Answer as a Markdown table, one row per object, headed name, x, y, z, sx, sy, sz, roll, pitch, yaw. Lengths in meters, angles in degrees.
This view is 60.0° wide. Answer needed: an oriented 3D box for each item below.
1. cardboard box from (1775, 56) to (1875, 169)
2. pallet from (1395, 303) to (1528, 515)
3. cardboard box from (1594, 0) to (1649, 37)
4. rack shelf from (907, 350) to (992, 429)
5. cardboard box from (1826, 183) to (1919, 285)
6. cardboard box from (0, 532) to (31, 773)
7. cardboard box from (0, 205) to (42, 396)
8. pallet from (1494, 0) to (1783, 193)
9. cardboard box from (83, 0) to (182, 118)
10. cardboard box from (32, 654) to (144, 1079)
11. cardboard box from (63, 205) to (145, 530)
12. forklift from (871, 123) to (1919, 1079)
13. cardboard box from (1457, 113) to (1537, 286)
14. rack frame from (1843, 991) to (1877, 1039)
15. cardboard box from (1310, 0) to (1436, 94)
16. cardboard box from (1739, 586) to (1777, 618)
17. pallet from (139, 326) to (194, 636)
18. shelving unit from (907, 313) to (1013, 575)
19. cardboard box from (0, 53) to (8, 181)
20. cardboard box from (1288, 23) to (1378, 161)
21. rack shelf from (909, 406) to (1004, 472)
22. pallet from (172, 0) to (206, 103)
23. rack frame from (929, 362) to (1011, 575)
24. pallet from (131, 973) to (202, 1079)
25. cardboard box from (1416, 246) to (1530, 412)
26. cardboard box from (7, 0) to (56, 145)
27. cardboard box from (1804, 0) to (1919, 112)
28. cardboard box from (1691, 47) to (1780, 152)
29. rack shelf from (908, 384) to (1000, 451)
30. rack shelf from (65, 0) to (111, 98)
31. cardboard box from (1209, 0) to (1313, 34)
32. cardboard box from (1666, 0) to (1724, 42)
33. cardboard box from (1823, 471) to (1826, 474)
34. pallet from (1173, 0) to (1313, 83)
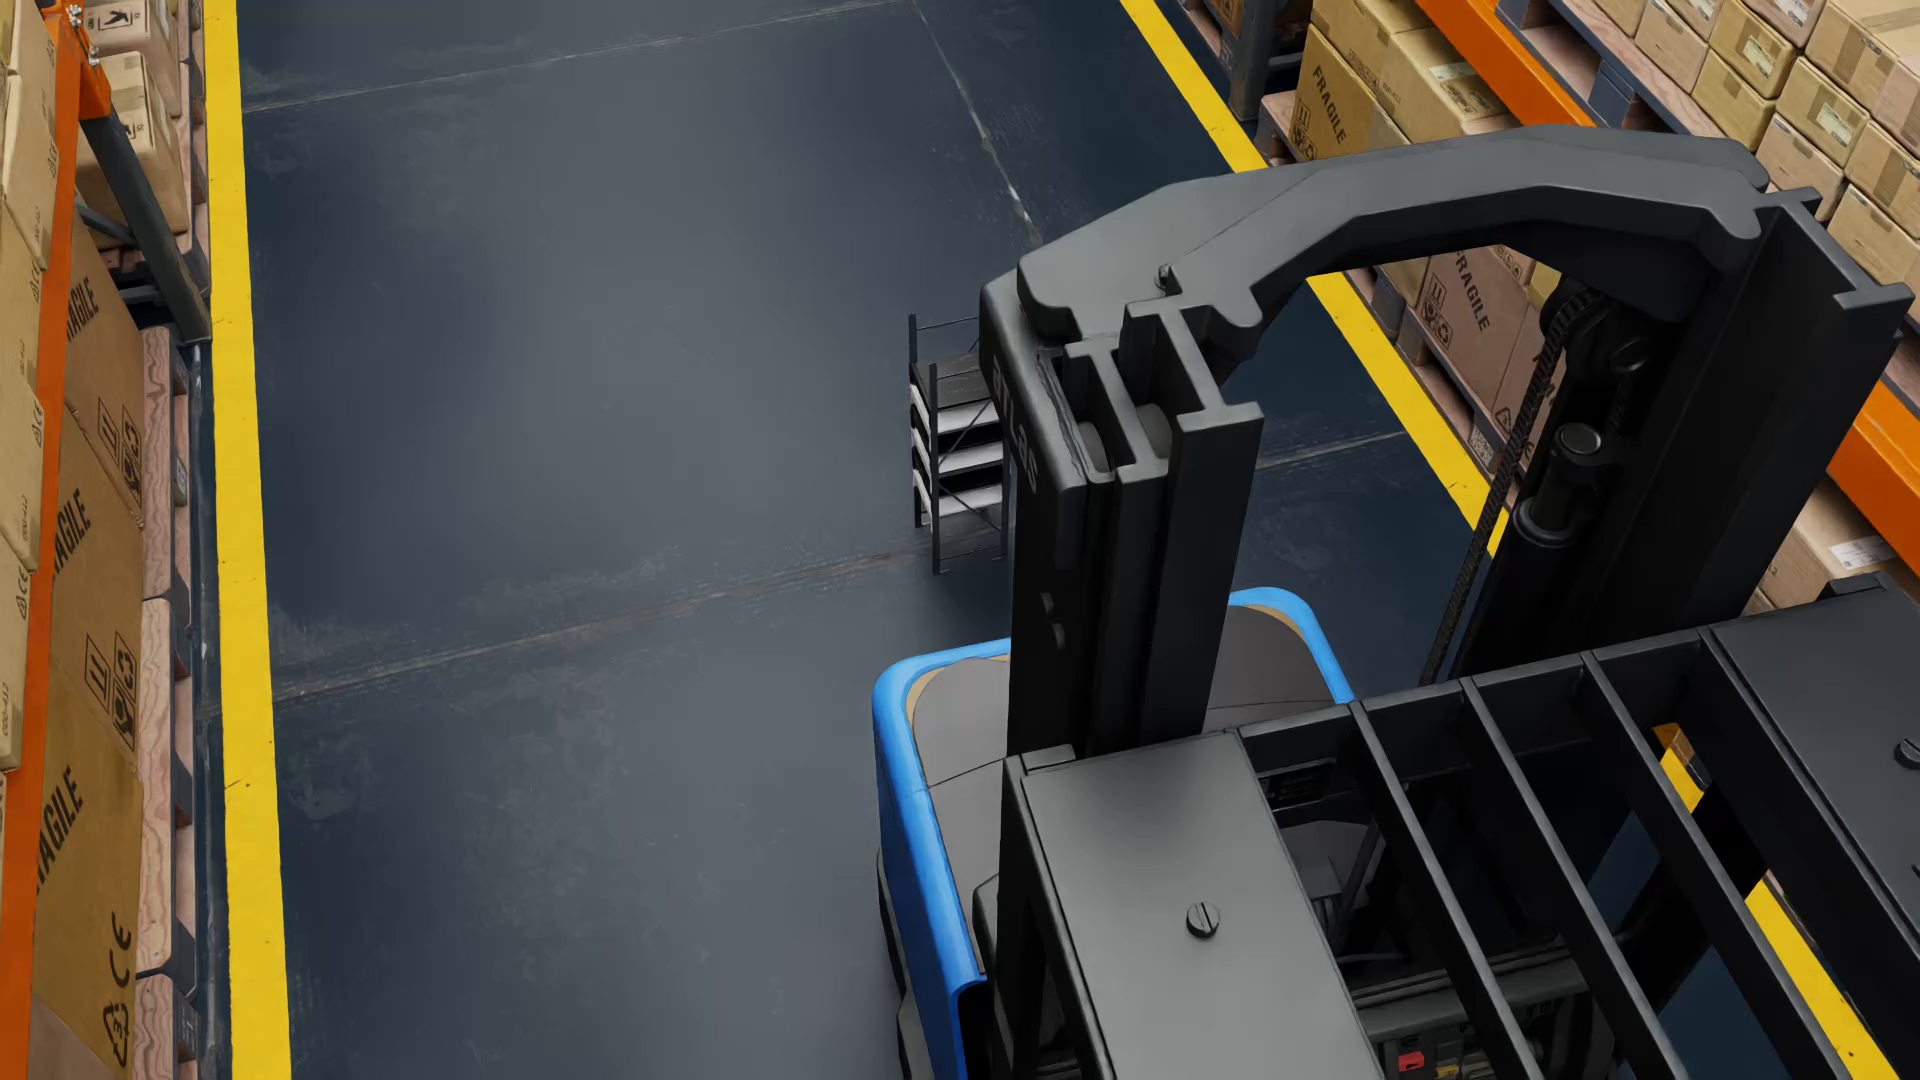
| name | x | y | z | sx | sy | sz | roll | pitch | yaw |
| --- | --- | --- | --- | --- | --- | --- | --- | --- | --- |
| cardboard box | 2.145 | -1.027 | 3.849 | 0.380 | 0.149 | 0.250 | -16 | 52 | -13 |
| pallet | 2.166 | -0.430 | 5.475 | 1.003 | 0.211 | 1.213 | -13 | 51 | -11 |
| cardboard box | 1.912 | -1.504 | 4.445 | 0.380 | 0.149 | 0.250 | -13 | 51 | -10 |
| rack shelf | 0.002 | -0.437 | 4.720 | 0.258 | 0.077 | 0.200 | -13 | 51 | -11 |
| cardboard box | 2.232 | -0.723 | 3.787 | 0.380 | 0.149 | 0.250 | -16 | 52 | -13 |
| cardboard box | -2.106 | 0.237 | 3.187 | 0.500 | 0.250 | 0.500 | -14 | 51 | -11 |
| cardboard box | -2.423 | -0.497 | 3.805 | 0.500 | 0.250 | 0.500 | -14 | 51 | -11 |
| pallet | 2.203 | -1.291 | 4.502 | 1.003 | 0.211 | 1.213 | -13 | 51 | -11 |
| cardboard box | -3.503 | -1.837 | 6.281 | 0.950 | 0.372 | 0.625 | -14 | 51 | -12 |
| cardboard box | -2.471 | 0.782 | 3.744 | 0.875 | 0.875 | 0.875 | -12 | 51 | -10 |
| cardboard box | -2.995 | -0.524 | 4.845 | 0.875 | 0.875 | 0.875 | -14 | 51 | -11 |
| forklift | 0.646 | 1.024 | 2.470 | 1.130 | 2.935 | 3.031 | -11 | 51 | -9 |
| cardboard box | 1.836 | -1.068 | 5.058 | 0.500 | 0.250 | 0.500 | -13 | 51 | -11 |
| rack frame | 2.762 | 0.132 | 3.177 | 1.000 | 3.000 | 0.127 | -13 | 51 | -11 |
| cardboard box | 1.552 | -1.802 | 5.677 | 0.500 | 0.250 | 0.500 | -15 | 52 | -13 |
| cardboard box | 2.302 | 0.319 | 4.380 | 0.500 | 0.500 | 0.500 | -14 | 51 | -12 |
| pallet | -2.959 | -0.105 | 5.200 | 1.003 | 0.211 | 1.213 | -13 | 51 | -11 |
| shelving unit | 0.002 | -0.284 | 4.901 | 0.258 | 0.900 | 0.210 | -13 | 51 | -11 |
| cardboard box | -2.579 | -1.039 | 3.935 | 0.500 | 0.250 | 0.500 | -14 | 51 | -12 |
| cardboard box | 1.544 | -1.545 | 5.951 | 0.500 | 0.500 | 0.500 | -15 | 52 | -13 |
| rack shelf | 0.002 | -0.321 | 4.858 | 0.258 | 0.077 | 0.200 | -13 | 51 | -11 |
| pallet | -3.707 | -2.158 | 6.931 | 1.003 | 0.211 | 1.213 | -13 | 51 | -11 |
| rack frame | 0.032 | -0.210 | 4.838 | 0.240 | 0.900 | 0.006 | -13 | 51 | -11 |
| pallet | -2.237 | 1.677 | 3.698 | 1.003 | 0.211 | 1.213 | -13 | 51 | -11 |
| cardboard box | 1.853 | -0.805 | 5.327 | 0.500 | 0.500 | 0.500 | -14 | 51 | -12 |
| cardboard box | -2.722 | -1.237 | 4.429 | 0.500 | 0.250 | 0.500 | -15 | 51 | -12 |
| cardboard box | 2.155 | -1.120 | 3.733 | 0.380 | 0.149 | 0.250 | -15 | 51 | -12 |
| cardboard box | 2.067 | -1.118 | 4.121 | 0.380 | 0.149 | 0.250 | -11 | 51 | -9 |
| rack shelf | 0.002 | -0.379 | 4.789 | 0.258 | 0.077 | 0.200 | -13 | 51 | -11 |
| rack shelf | -3.711 | -2.825 | 6.140 | 1.077 | 0.370 | 4.000 | -13 | 51 | -11 |
| cardboard box | 1.485 | -2.665 | 6.731 | 1.050 | 0.750 | 0.750 | -14 | 51 | -11 |
| cardboard box | 1.996 | -1.405 | 4.168 | 0.380 | 0.149 | 0.250 | -12 | 51 | -10 |
| cardboard box | 2.161 | -0.305 | 4.415 | 0.500 | 0.250 | 0.500 | -11 | 51 | -9 |
| pallet | 1.418 | -2.484 | 7.206 | 1.003 | 0.211 | 1.213 | -13 | 51 | -11 |
